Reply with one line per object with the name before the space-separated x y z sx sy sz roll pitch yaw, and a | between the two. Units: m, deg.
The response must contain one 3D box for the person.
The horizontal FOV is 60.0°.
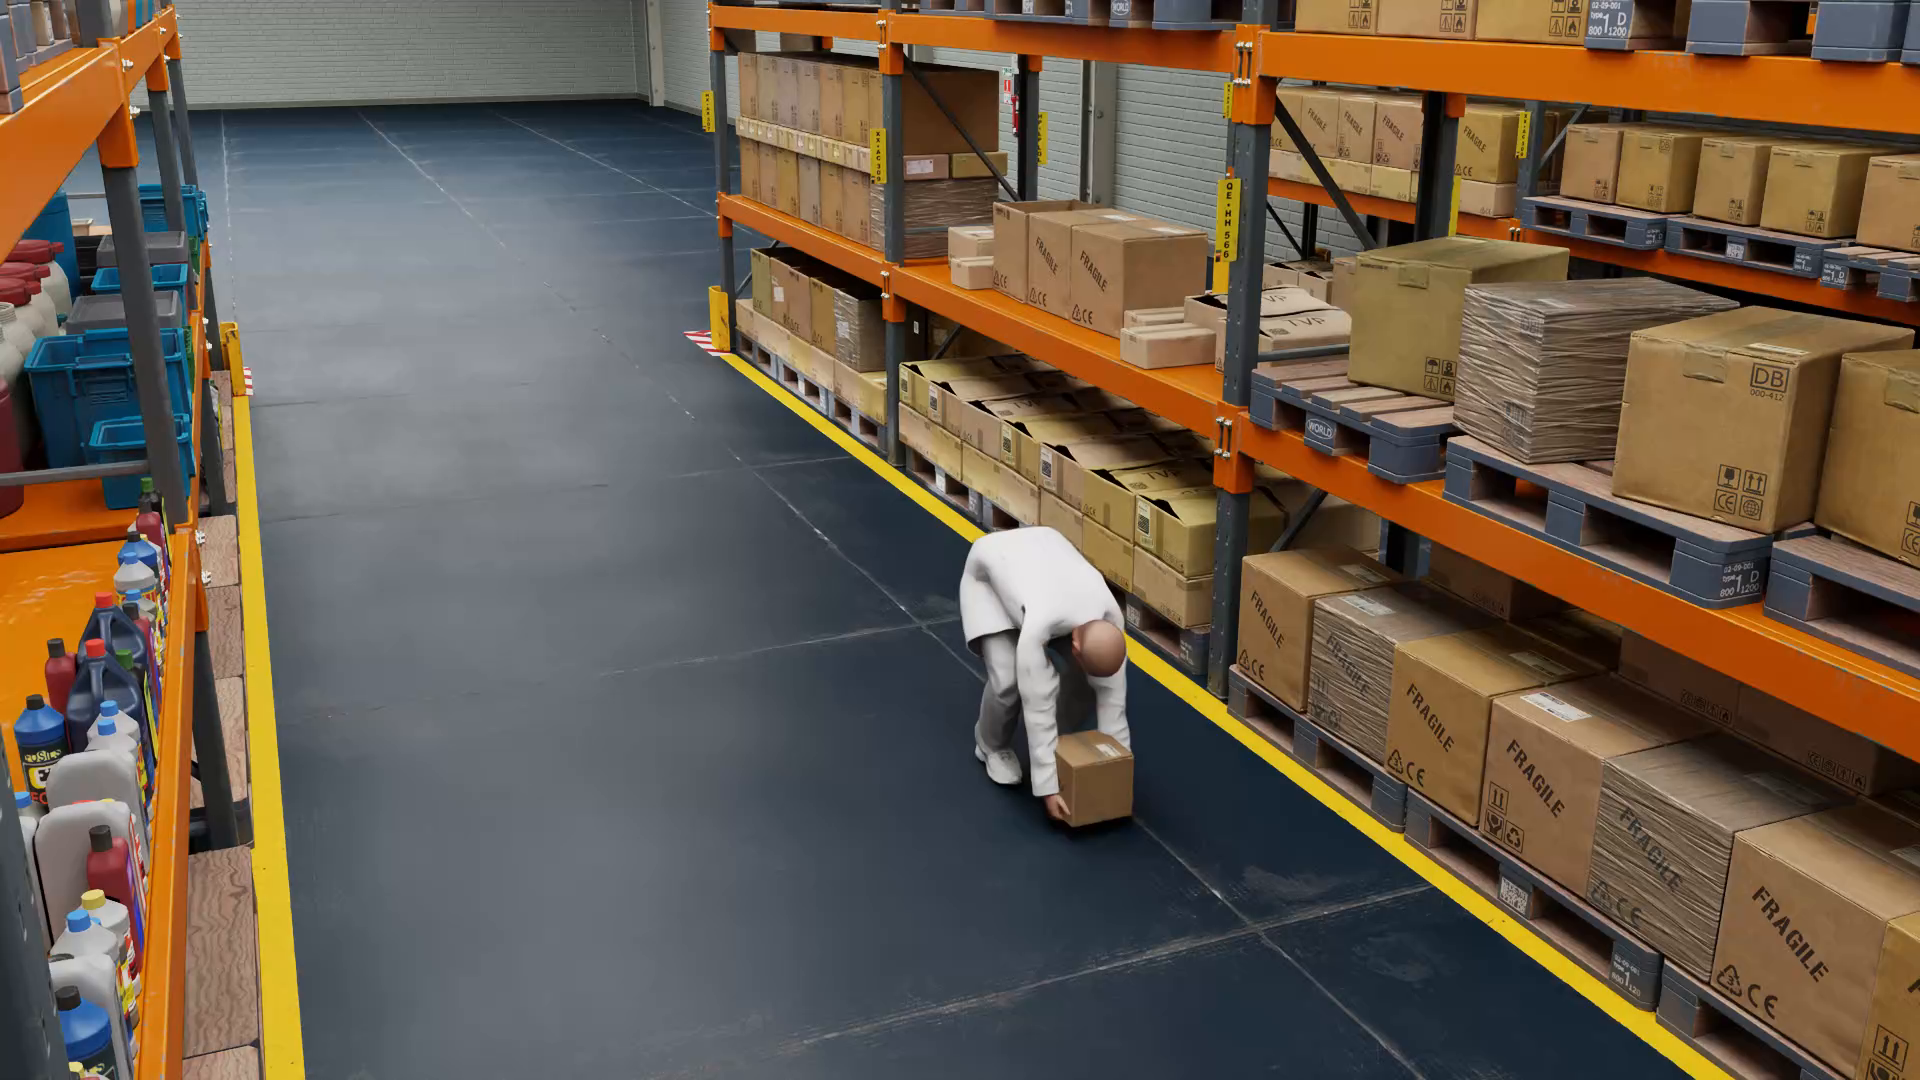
person | 0.349 0.480 6.379 0.592 0.995 0.942 -9 20 -25
